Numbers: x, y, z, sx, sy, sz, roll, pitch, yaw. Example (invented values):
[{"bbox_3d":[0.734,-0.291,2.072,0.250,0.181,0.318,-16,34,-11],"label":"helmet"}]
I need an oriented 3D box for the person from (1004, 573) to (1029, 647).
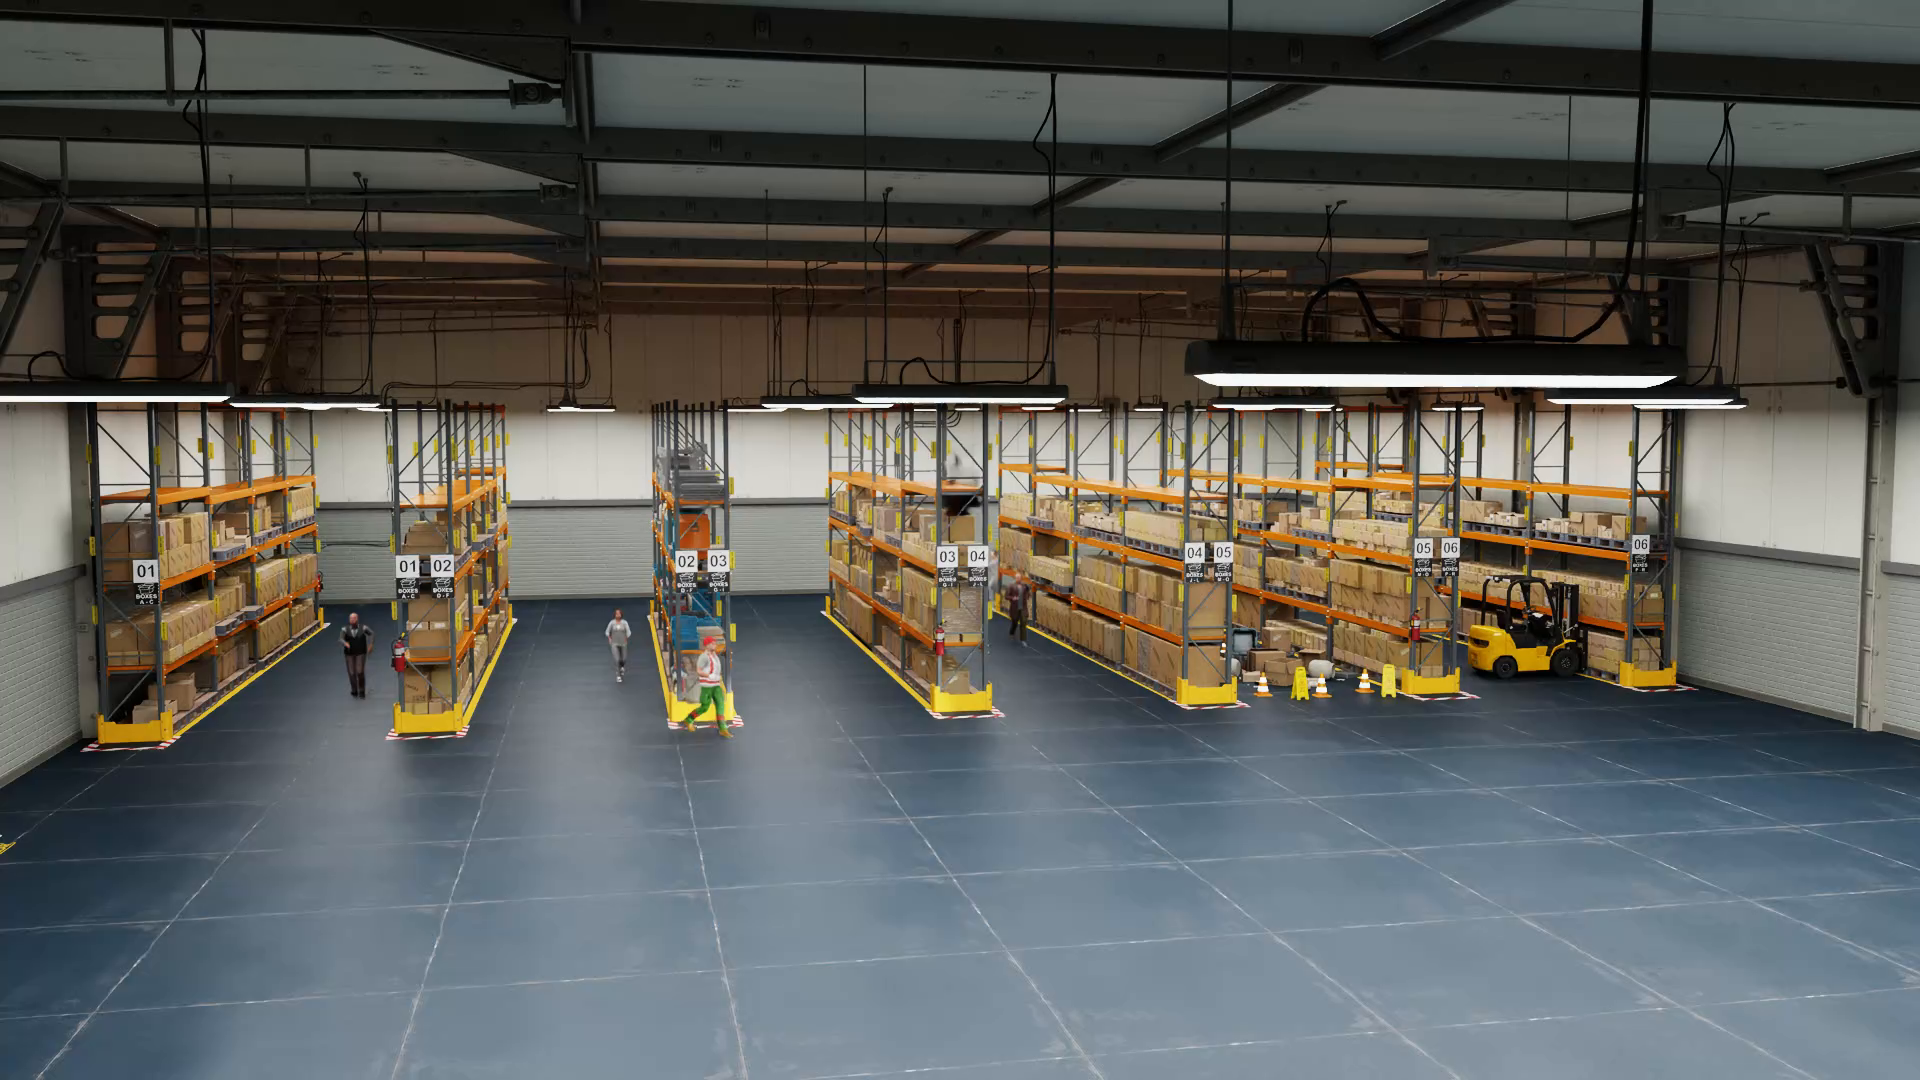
[{"bbox_3d":[1.441,1.711,41.198,0.710,1.781,1.049,-1,4,-14],"label":"person"}]

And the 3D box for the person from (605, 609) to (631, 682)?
[{"bbox_3d":[-7.352,2.253,35.755,0.538,1.549,0.608,-1,4,-14],"label":"person"}]

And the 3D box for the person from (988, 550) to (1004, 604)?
[{"bbox_3d":[1.103,1.147,49.627,0.714,1.725,0.630,-2,5,-21],"label":"person"}]

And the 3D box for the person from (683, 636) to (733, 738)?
[{"bbox_3d":[-4.439,2.597,29.511,1.003,1.786,0.690,2,5,25],"label":"person"}]

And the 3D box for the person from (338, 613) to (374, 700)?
[{"bbox_3d":[-12.176,2.357,33.515,0.669,1.777,0.726,-1,4,-12],"label":"person"}]
